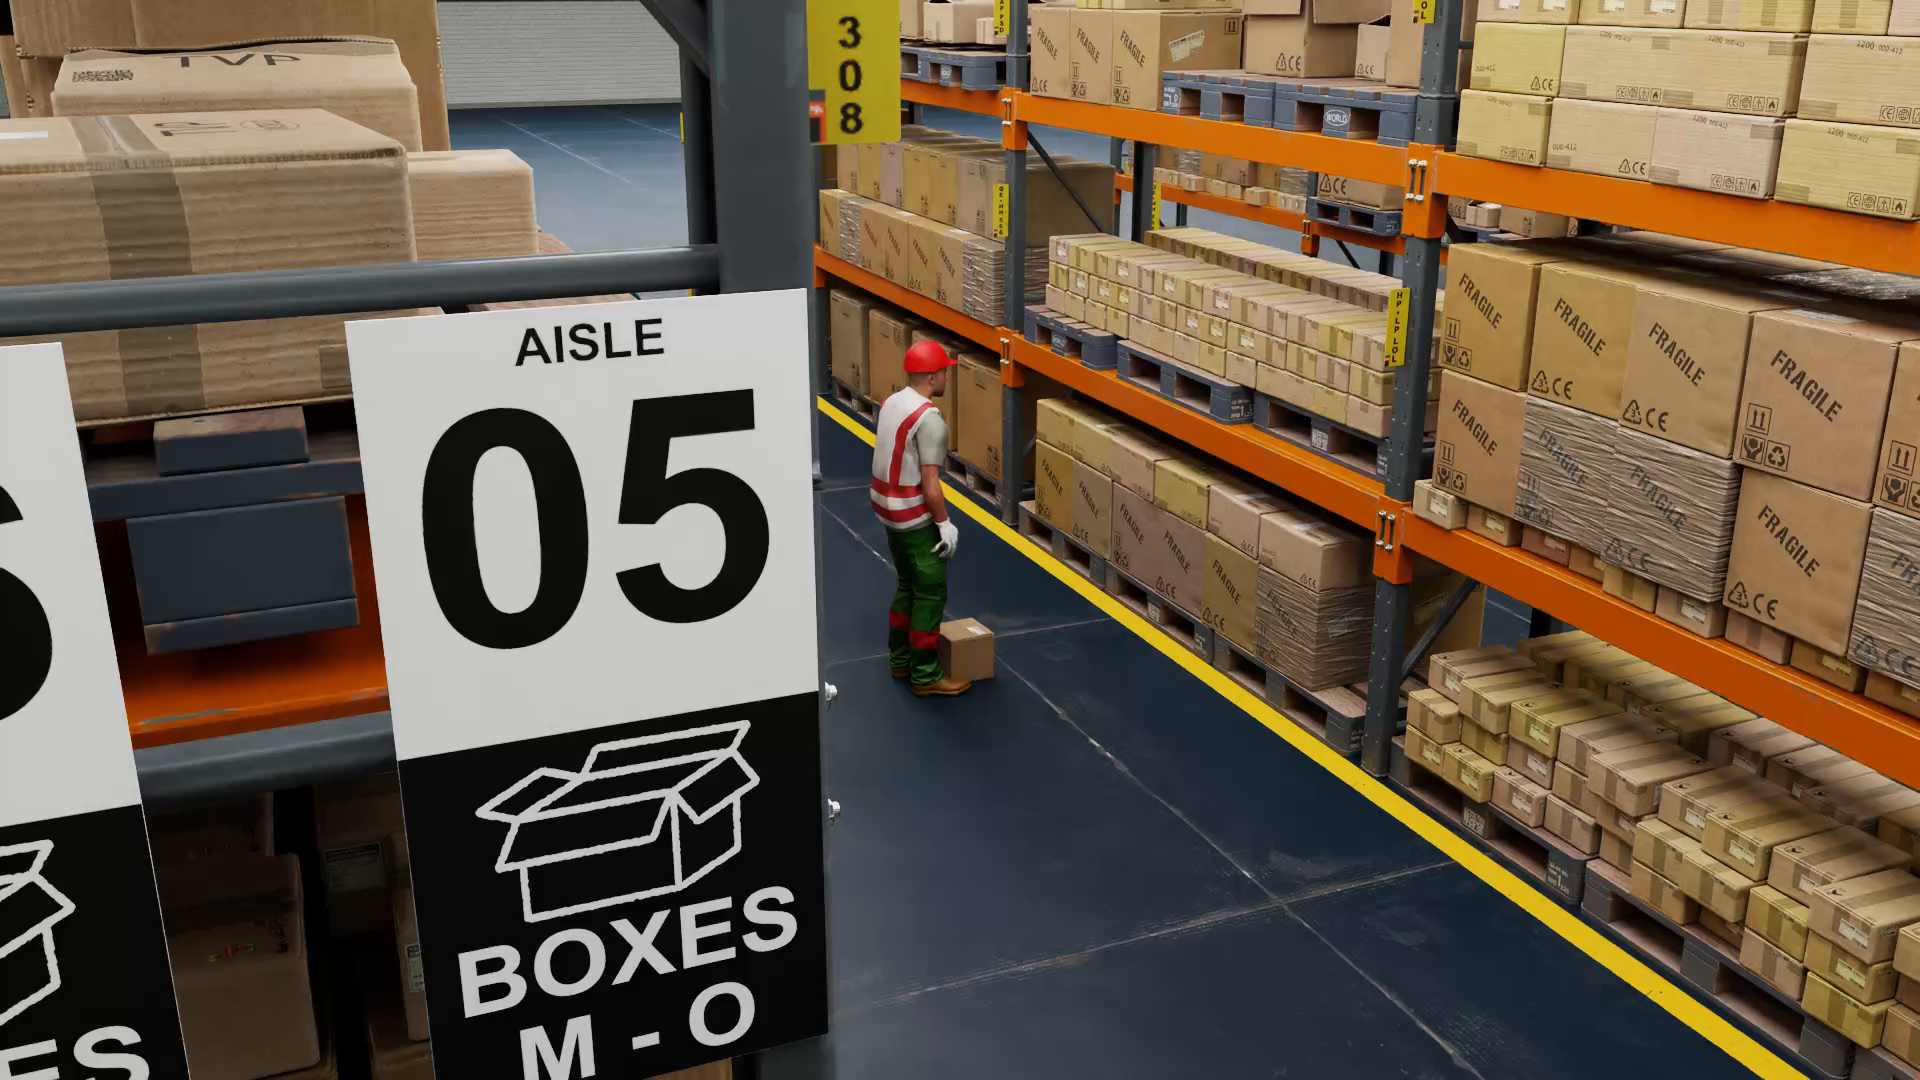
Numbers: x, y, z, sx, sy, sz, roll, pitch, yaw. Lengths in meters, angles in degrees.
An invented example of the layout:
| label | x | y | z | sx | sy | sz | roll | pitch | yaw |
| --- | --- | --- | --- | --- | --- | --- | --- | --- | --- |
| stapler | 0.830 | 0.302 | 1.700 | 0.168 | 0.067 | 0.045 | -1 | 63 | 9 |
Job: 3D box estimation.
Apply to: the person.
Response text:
| label | x | y | z | sx | sy | sz | roll | pitch | yaw |
| --- | --- | --- | --- | --- | --- | --- | --- | --- | --- |
| person | -0.205 | -0.118 | 8.387 | 0.447 | 1.780 | 0.620 | -9 | 21 | -25 |
